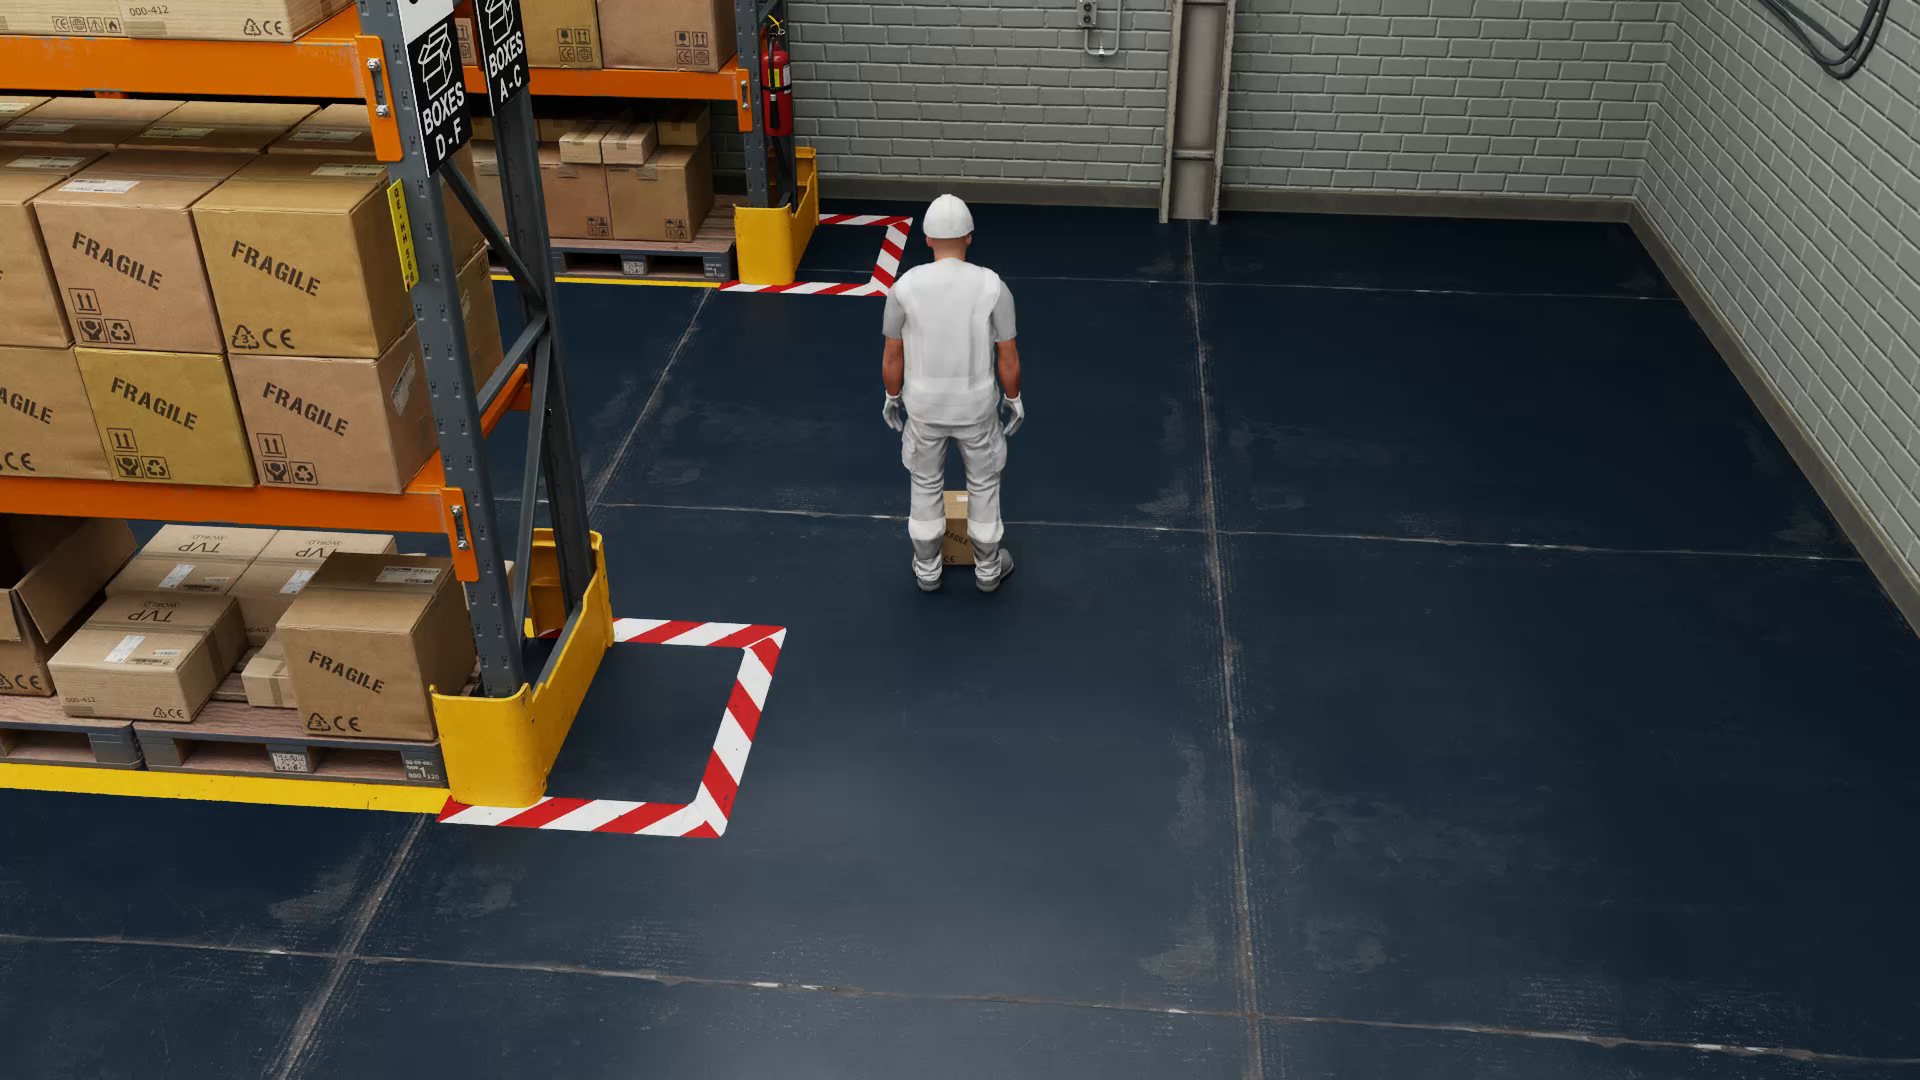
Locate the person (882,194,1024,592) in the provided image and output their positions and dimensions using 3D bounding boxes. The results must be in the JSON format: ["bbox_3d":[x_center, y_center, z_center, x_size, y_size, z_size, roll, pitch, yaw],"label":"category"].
[{"bbox_3d":[-0.027,-0.584,7.069,0.604,1.778,0.453,2,32,4],"label":"person"}]
